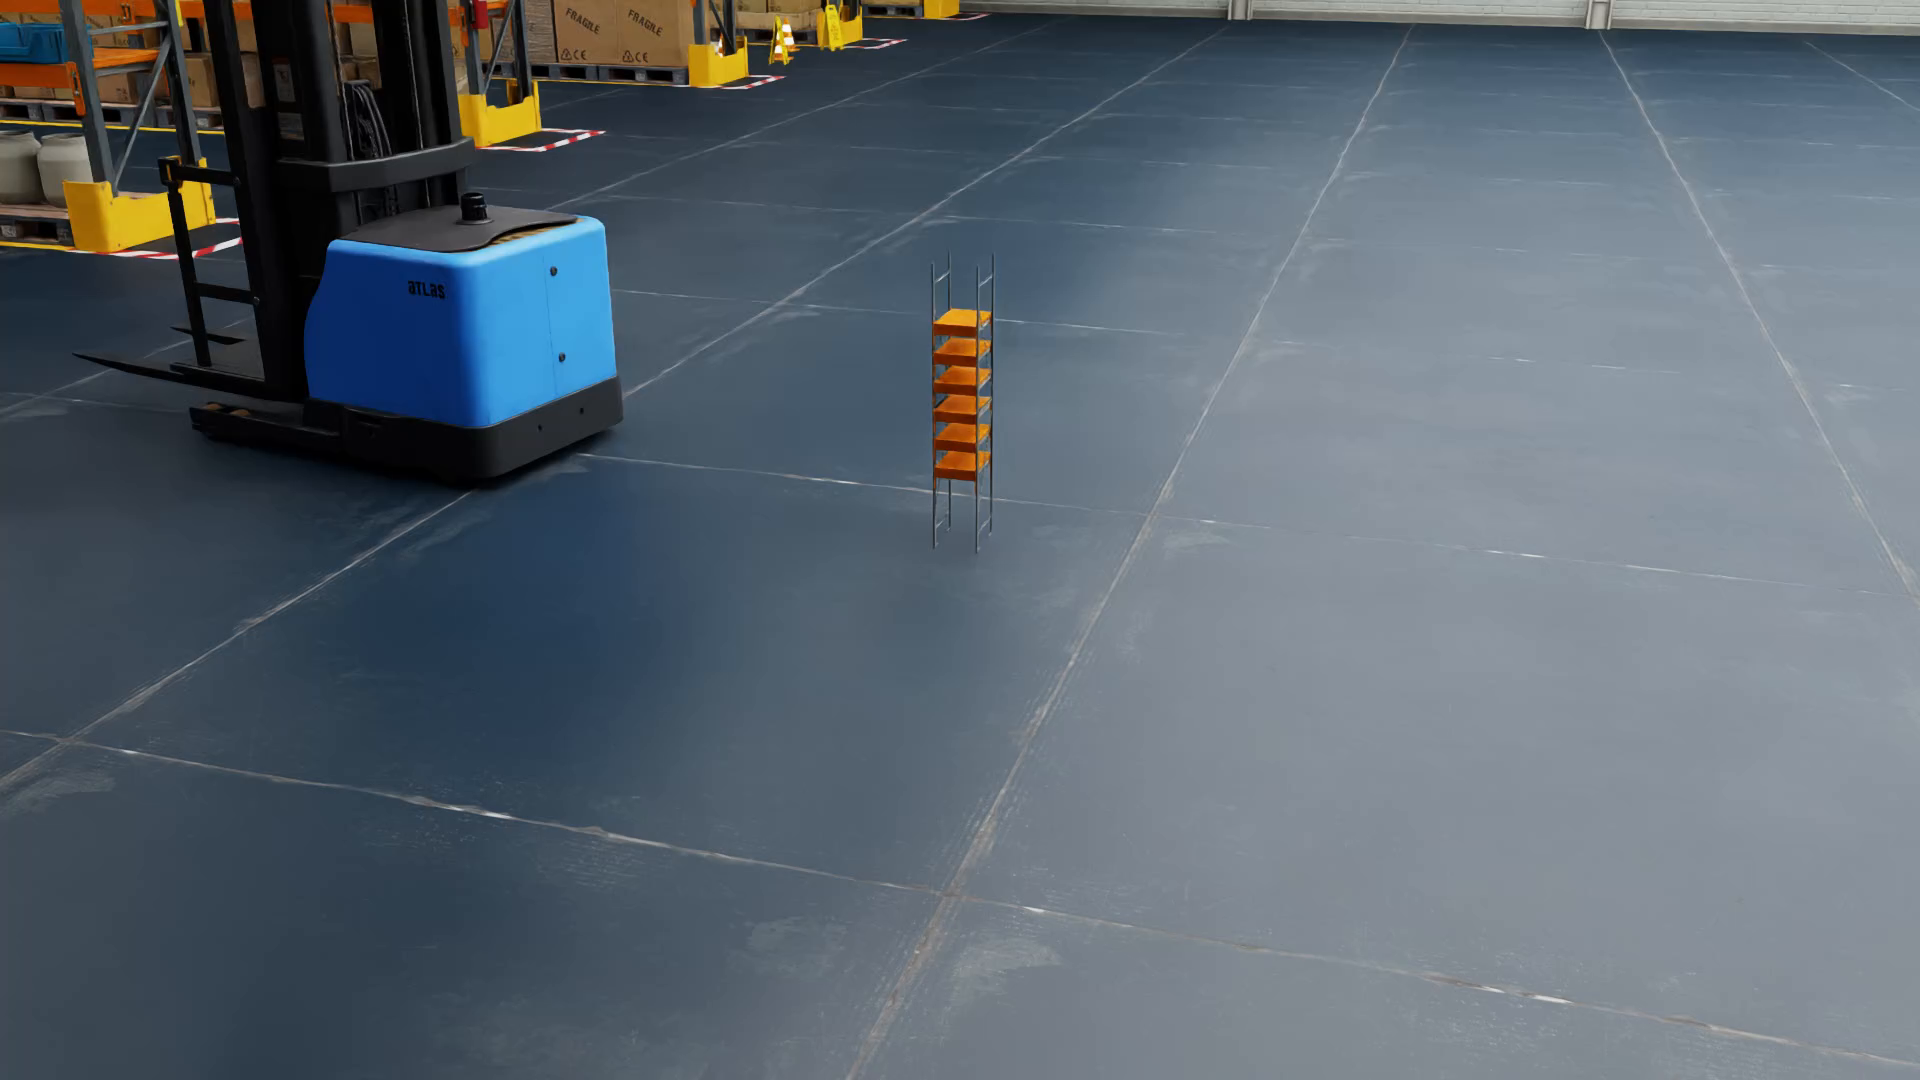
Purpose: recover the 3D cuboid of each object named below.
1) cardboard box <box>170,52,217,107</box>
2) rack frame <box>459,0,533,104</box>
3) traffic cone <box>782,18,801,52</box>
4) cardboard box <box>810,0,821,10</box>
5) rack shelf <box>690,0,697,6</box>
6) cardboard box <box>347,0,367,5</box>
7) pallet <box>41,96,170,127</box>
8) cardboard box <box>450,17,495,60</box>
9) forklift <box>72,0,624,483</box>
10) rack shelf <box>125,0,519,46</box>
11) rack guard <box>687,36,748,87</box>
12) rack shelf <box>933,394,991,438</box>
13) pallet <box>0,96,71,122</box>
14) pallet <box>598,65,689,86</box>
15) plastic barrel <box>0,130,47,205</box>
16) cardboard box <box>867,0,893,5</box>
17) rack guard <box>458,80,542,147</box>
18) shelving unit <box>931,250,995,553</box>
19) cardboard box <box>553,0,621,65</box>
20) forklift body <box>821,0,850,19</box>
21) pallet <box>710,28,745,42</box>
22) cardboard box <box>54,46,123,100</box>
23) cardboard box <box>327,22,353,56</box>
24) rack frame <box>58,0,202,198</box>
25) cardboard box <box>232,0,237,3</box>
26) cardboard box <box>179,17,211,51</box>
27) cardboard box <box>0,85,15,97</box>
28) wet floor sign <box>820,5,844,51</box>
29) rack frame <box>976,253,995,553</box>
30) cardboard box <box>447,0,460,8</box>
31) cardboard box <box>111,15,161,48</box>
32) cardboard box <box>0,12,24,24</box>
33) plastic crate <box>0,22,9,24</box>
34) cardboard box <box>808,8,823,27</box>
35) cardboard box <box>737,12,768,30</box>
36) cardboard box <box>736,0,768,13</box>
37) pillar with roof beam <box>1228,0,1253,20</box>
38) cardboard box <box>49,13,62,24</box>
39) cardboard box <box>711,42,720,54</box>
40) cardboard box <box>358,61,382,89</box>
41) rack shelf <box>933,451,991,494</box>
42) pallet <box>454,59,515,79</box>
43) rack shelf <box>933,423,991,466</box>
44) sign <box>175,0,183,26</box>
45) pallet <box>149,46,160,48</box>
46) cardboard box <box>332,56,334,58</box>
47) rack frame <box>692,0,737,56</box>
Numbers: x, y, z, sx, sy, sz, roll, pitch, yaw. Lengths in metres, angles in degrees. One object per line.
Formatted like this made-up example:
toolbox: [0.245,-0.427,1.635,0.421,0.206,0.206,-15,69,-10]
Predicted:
cardboard box: [-8.106,-4.927,17.794,0.500,0.500,0.500,6,23,14]
rack frame: [-4.647,-5.509,16.473,0.127,3.000,1.000,7,23,16]
traffic cone: [-2.569,-7.515,24.704,0.334,0.463,0.336,7,23,16]
cardboard box: [-2.500,-8.570,26.017,0.500,0.500,0.500,6,23,14]
rack shelf: [-5.033,-7.187,21.510,4.000,0.370,1.077,7,23,16]
cardboard box: [-5.936,-5.461,16.686,0.250,0.149,0.380,7,23,16]
pallet: [-9.223,-4.743,18.278,1.213,0.211,1.003,7,23,16]
cardboard box: [-6.366,-6.856,22.001,0.875,0.875,0.875,7,23,16]
forklift: [-3.221,-1.992,7.988,3.031,2.935,1.130,11,25,25]
rack shelf: [-6.562,-5.396,17.144,4.000,0.370,1.077,7,23,16]
rack guard: [-3.095,-6.141,21.307,0.348,0.500,1.175,7,23,16]
rack shelf: [0.014,-0.512,6.779,0.180,0.103,0.258,7,23,16]
pallet: [-10.394,-4.876,18.602,1.213,0.211,1.003,7,23,16]
pallet: [-3.906,-6.070,21.513,1.213,0.211,1.003,7,23,15]
plastic barrel: [-7.210,-2.853,12.720,0.421,0.512,0.421,0,22,0]
cardboard box: [-1.369,-9.831,30.077,0.500,0.250,0.500,7,23,15]
rack guard: [-4.720,-4.361,16.967,0.348,0.500,1.175,7,23,16]
shelving unit: [0.014,-0.554,6.762,0.189,1.200,0.258,7,23,16]
cardboard box: [-4.629,-6.658,21.518,0.875,0.875,0.875,6,23,15]
forklift body: [-2.697,-10.066,28.700,1.214,2.155,2.313,7,23,16]
pallet: [-3.789,-8.065,26.376,1.213,0.211,1.003,7,23,16]
cardboard box: [-9.510,-5.129,18.260,0.500,0.500,0.700,6,23,15]
cardboard box: [-8.490,-7.035,22.603,0.750,0.750,1.050,7,23,15]
rack frame: [-6.078,-3.710,12.086,0.127,3.000,1.000,7,23,16]
cardboard box: [-7.406,-5.583,16.983,0.250,0.149,0.380,7,23,16]
cardboard box: [-10.220,-7.232,23.082,0.750,0.750,1.050,6,23,15]
cardboard box: [-10.580,-5.252,18.558,0.500,0.500,0.700,9,24,20]
wet floor sign: [-1.912,-7.611,24.699,0.232,0.644,0.267,16,27,34]
rack frame: [0.101,-0.544,6.738,0.006,1.200,0.240,7,23,16]
cardboard box: [-4.980,-5.350,16.414,0.250,0.149,0.380,7,23,16]
cardboard box: [-11.483,-7.192,23.316,0.500,0.500,0.500,6,23,15]
cardboard box: [-13.469,-7.419,23.868,0.500,0.500,0.500,8,24,18]
plastic crate: [-7.264,-3.661,12.161,0.408,0.251,0.499,7,23,16]
cardboard box: [-2.477,-8.221,26.153,0.500,0.250,0.500,6,23,15]
cardboard box: [-3.130,-8.083,25.816,0.500,0.250,0.500,7,23,16]
cardboard box: [-3.128,-8.428,25.670,0.500,0.500,0.500,7,23,17]
pillar with roof beam: [3.740,-11.871,24.077,0.400,9.000,9.100,7,23,16]
cardboard box: [-12.489,-7.303,23.585,0.500,0.500,0.500,5,23,13]
cardboard box: [-3.623,-7.201,24.352,0.380,0.149,0.250,-20,29,-39]
cardboard box: [-5.823,-4.675,17.178,0.500,0.500,0.500,13,26,29]
rack shelf: [0.014,-0.290,6.870,0.180,0.103,0.258,7,23,16]
pallet: [-6.242,-6.337,22.165,1.213,0.211,1.003,7,23,15]
rack shelf: [0.014,-0.401,6.825,0.180,0.103,0.258,7,23,16]
sign: [-5.915,-4.037,12.519,0.005,0.325,0.100,7,23,16]
pallet: [-11.525,-6.974,23.716,1.213,0.211,1.003,7,23,16]
cardboard box: [-6.938,-4.828,17.551,0.500,0.500,0.500,4,23,11]
rack frame: [-3.118,-7.301,20.839,0.127,3.000,1.000,7,23,16]
